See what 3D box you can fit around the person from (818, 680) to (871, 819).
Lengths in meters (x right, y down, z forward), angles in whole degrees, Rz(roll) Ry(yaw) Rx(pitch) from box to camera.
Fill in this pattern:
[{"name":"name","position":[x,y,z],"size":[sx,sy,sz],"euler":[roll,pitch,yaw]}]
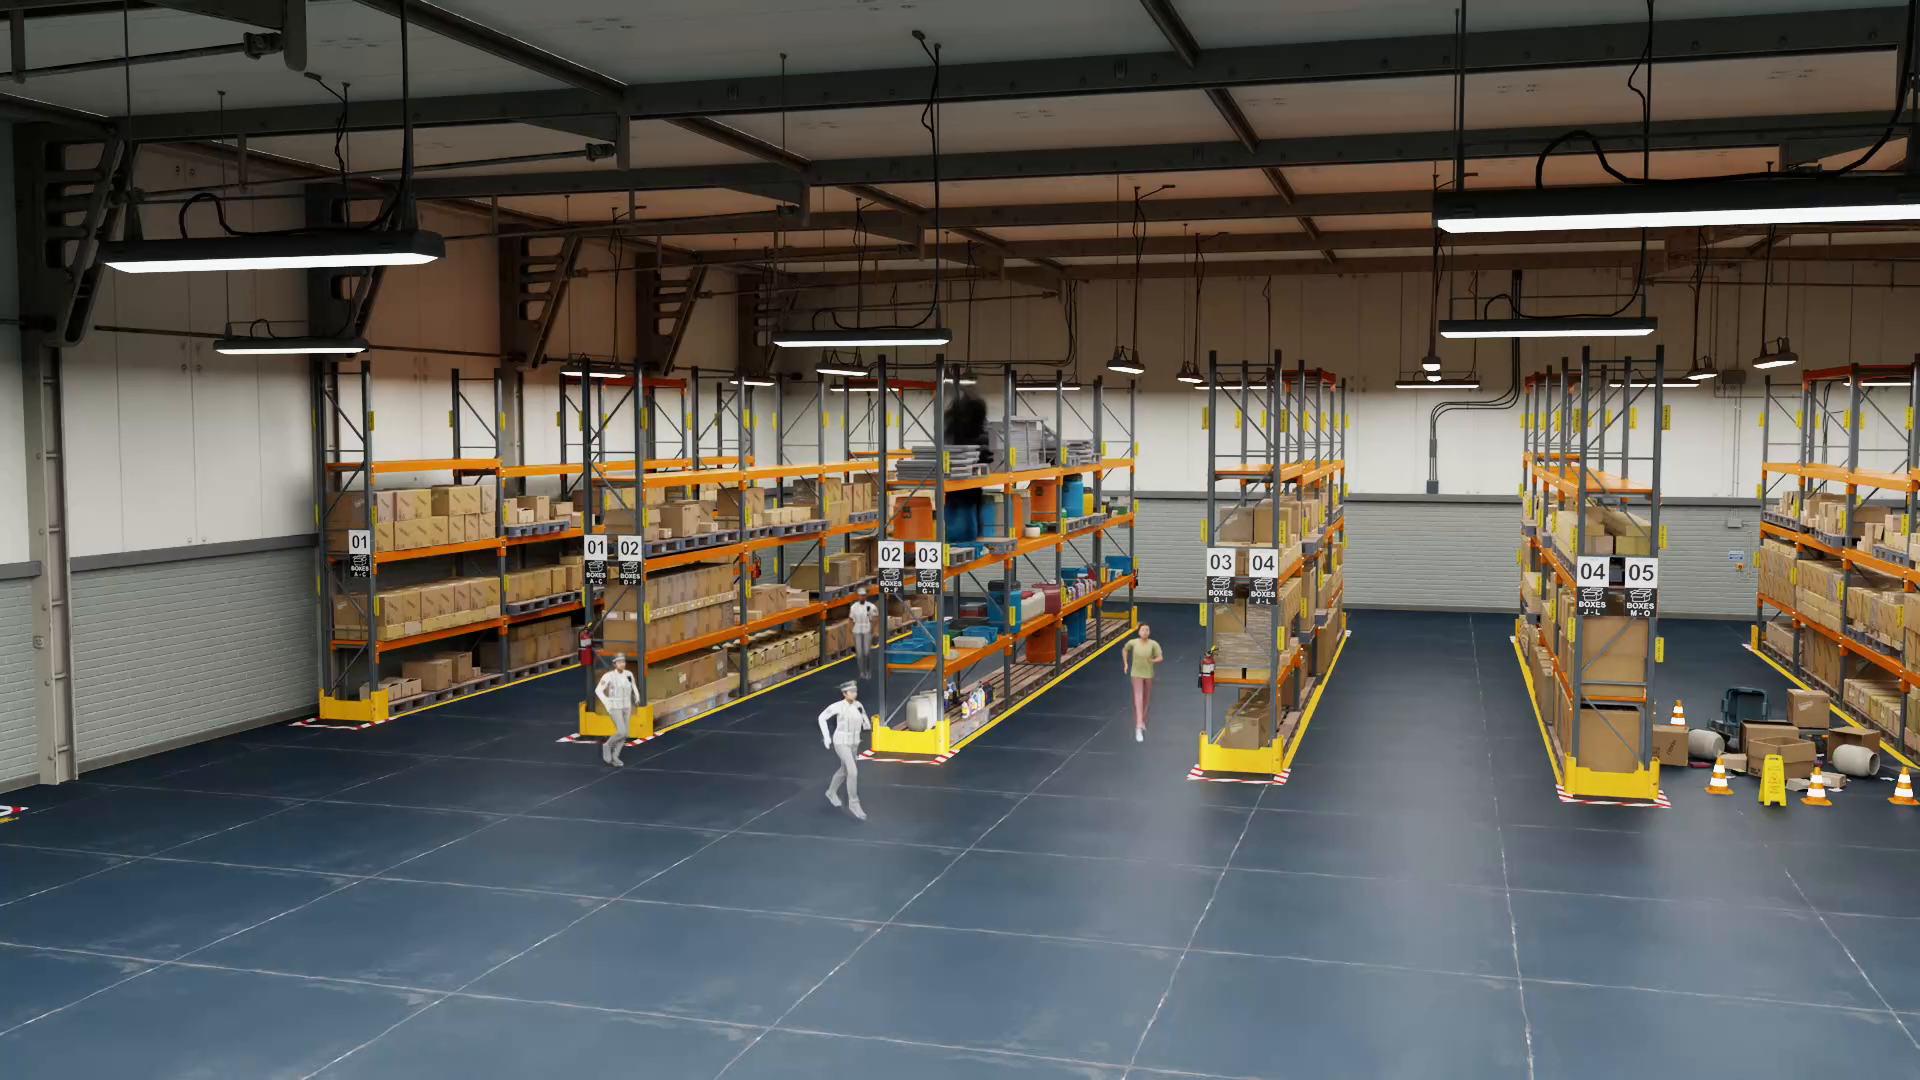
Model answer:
[{"name":"person","position":[-1.450,2.638,21.193],"size":[0.849,1.733,0.580],"euler":[4,6,42]}]

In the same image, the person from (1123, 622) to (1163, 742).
[{"name":"person","position":[2.748,2.091,24.884],"size":[0.564,1.739,0.718],"euler":[0,4,-4]}]

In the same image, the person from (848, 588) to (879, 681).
[{"name":"person","position":[-1.775,1.733,30.373],"size":[0.563,1.718,0.572],"euler":[0,4,6]}]

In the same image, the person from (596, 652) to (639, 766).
[{"name":"person","position":[-4.898,2.453,24.102],"size":[0.599,1.662,0.547],"euler":[-4,6,-42]}]
